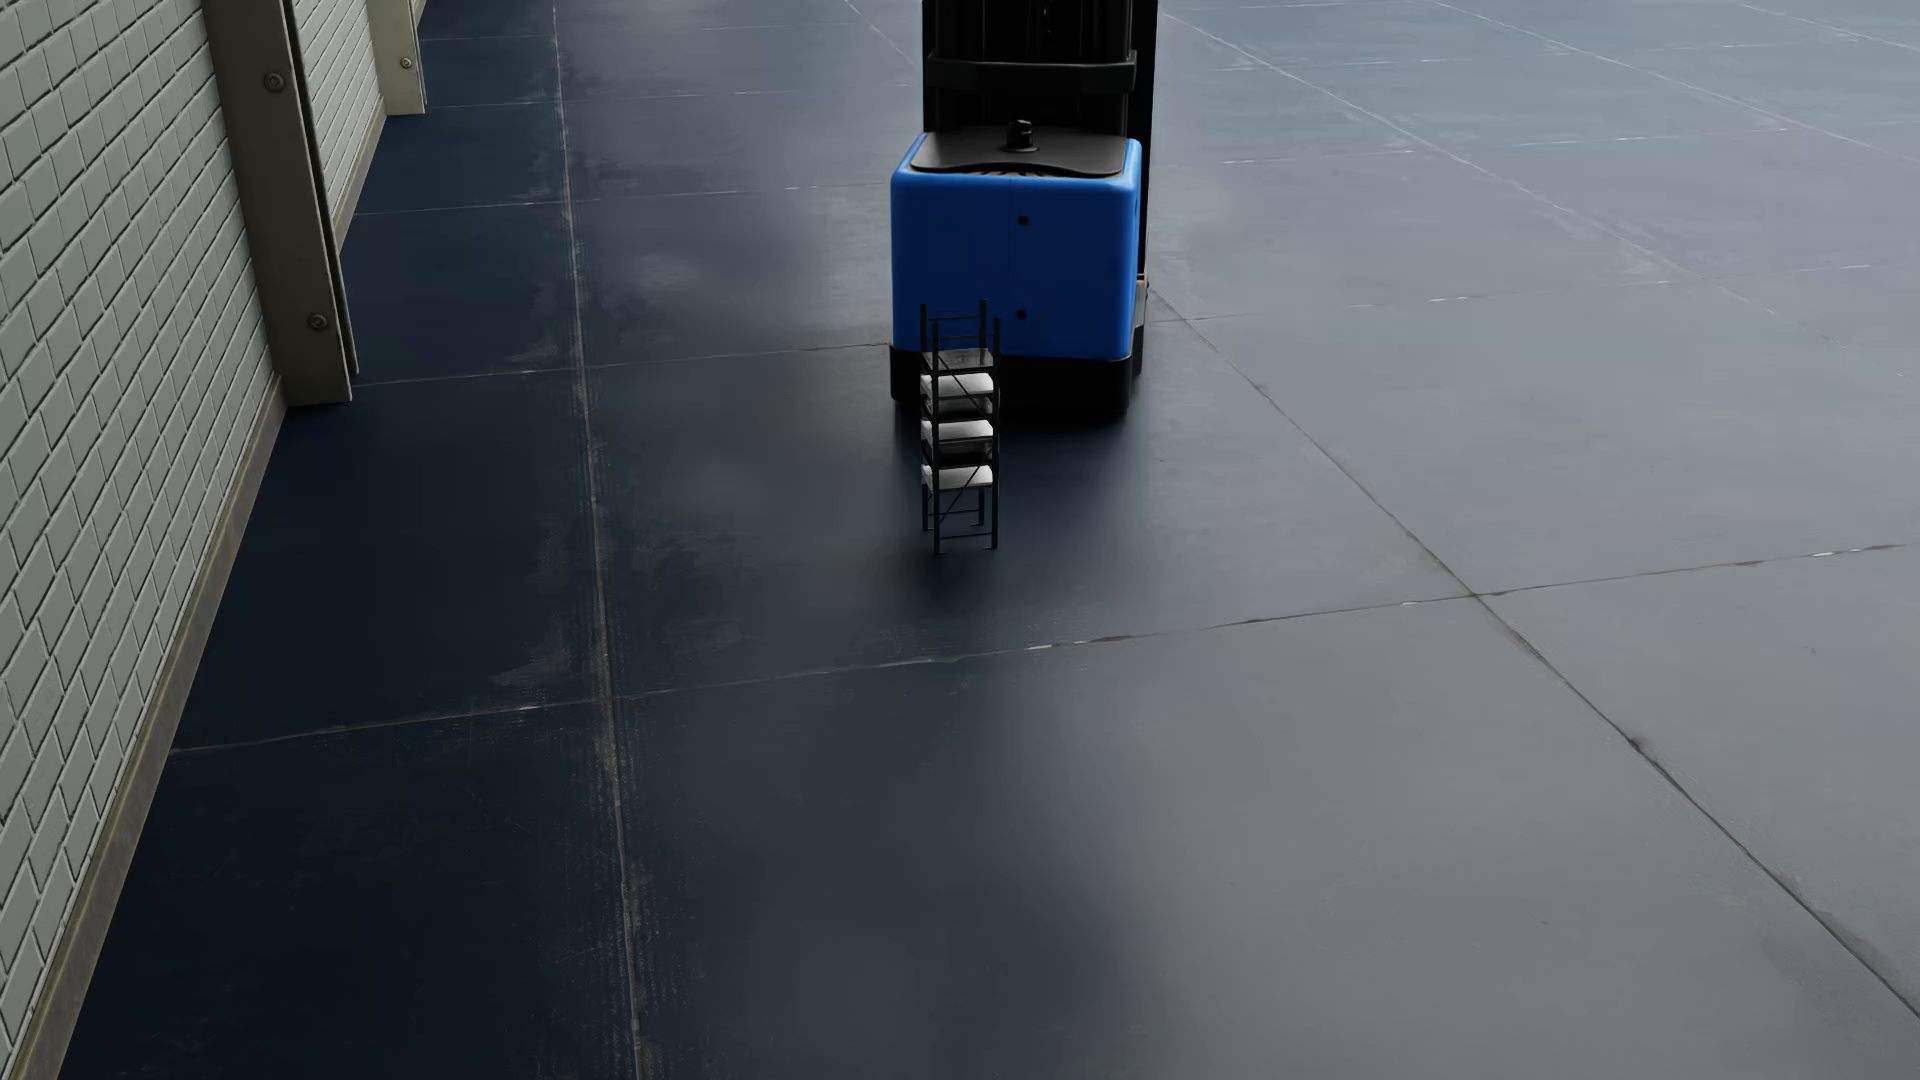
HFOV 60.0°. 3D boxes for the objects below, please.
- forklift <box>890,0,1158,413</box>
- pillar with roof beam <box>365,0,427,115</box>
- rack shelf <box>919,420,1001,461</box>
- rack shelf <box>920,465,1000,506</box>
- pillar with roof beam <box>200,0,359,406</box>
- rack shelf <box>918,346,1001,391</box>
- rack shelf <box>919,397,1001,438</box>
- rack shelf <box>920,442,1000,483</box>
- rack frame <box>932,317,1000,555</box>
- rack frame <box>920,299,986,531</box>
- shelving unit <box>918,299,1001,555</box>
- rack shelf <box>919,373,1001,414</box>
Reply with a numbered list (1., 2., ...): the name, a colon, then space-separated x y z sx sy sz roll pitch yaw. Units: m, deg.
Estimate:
1. forklift: 0.401 -2.491 7.933 1.130 2.935 3.031 3 27 7
2. pillar with roof beam: -0.096 -7.785 11.688 9.100 9.000 0.400 -6 27 -12
3. rack shelf: -0.002 -0.376 6.069 0.258 0.077 0.200 -6 27 -12
4. rack shelf: -0.002 -0.215 6.150 0.258 0.077 0.200 -6 27 -12
5. pillar with roof beam: 1.256 -5.151 6.469 9.100 9.000 0.400 -6 27 -12
6. rack shelf: -0.002 -0.617 5.948 0.258 0.077 0.200 -6 27 -12
7. rack shelf: -0.002 -0.456 6.029 0.258 0.077 0.200 -6 27 -12
8. rack shelf: -0.002 -0.295 6.110 0.258 0.077 0.200 -6 27 -12
9. rack frame: 0.021 -0.361 5.966 0.240 0.900 0.006 -6 27 -12
10. rack frame: -0.025 -0.450 6.143 0.240 0.900 0.006 -6 27 -12
11. shelving unit: -0.002 -0.405 6.054 0.258 0.900 0.210 -6 27 -12
12. rack shelf: -0.002 -0.536 5.988 0.258 0.077 0.200 -6 27 -12
